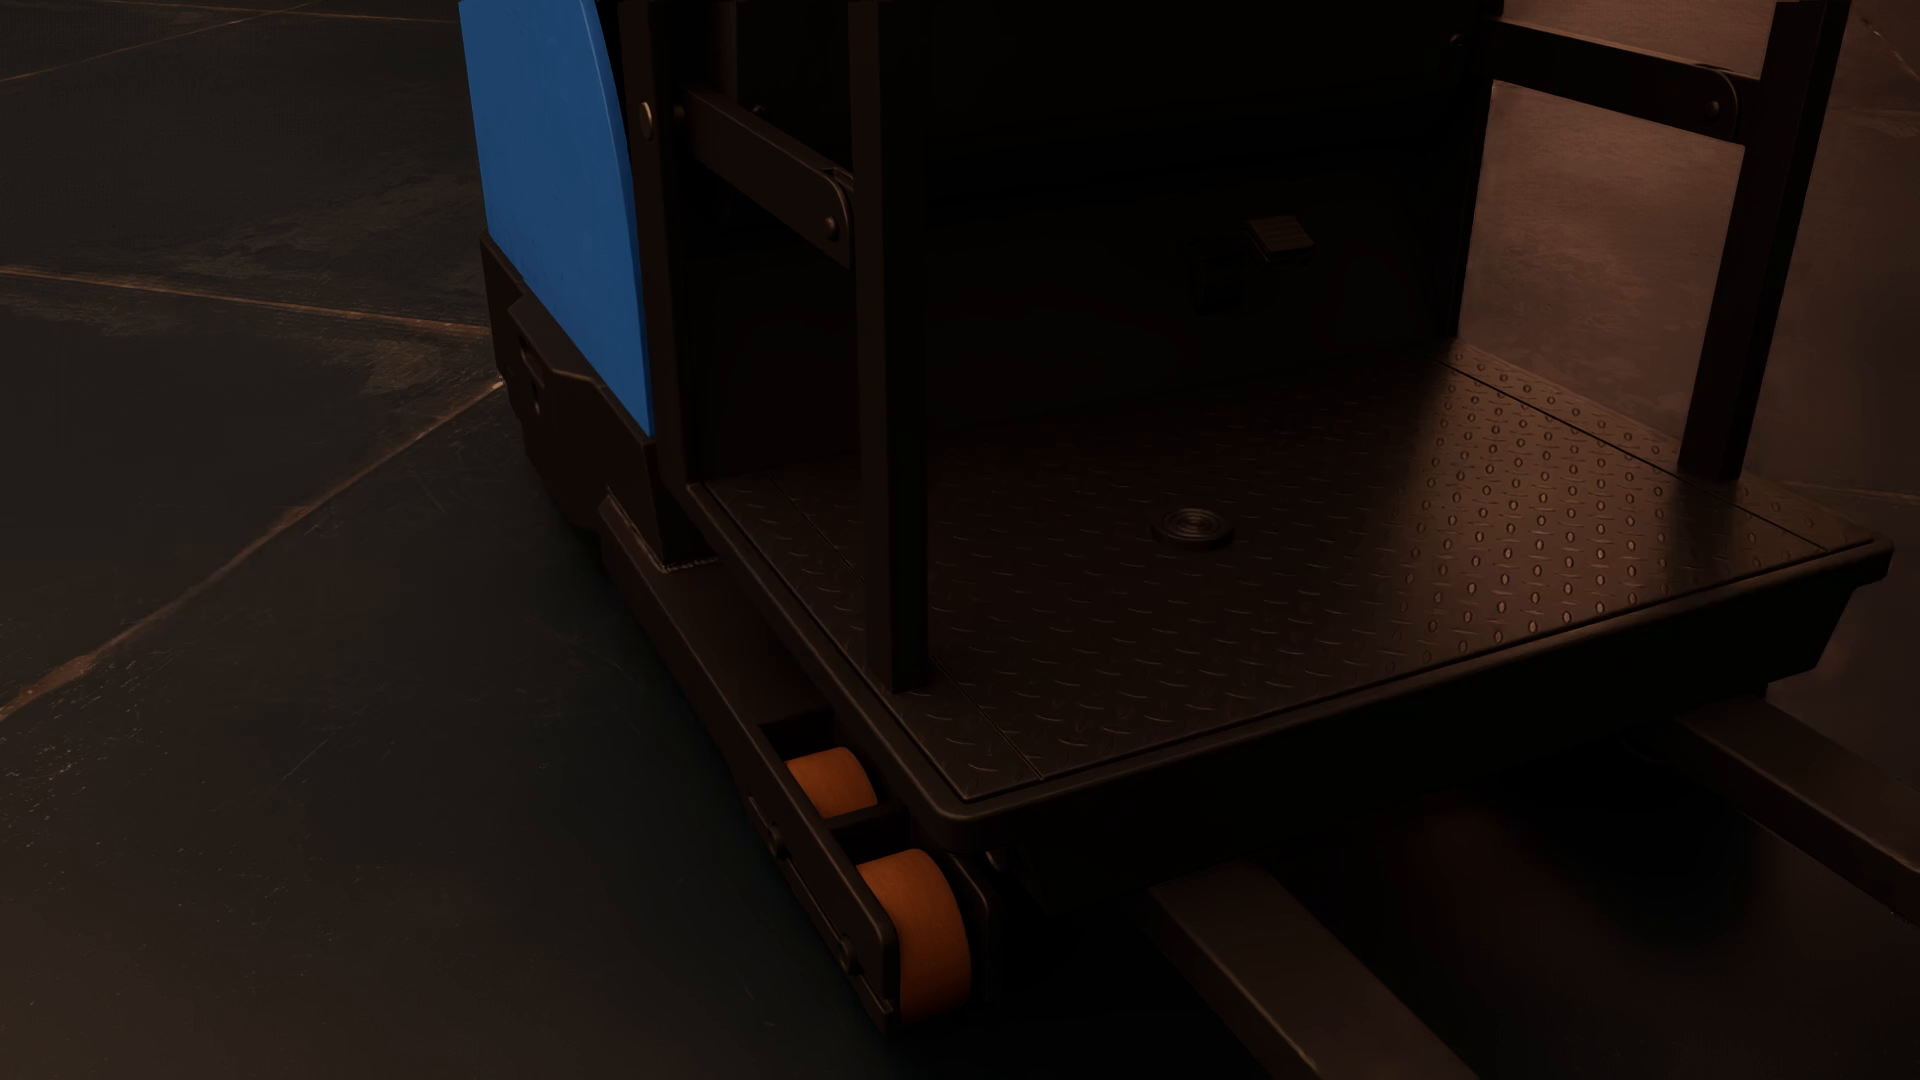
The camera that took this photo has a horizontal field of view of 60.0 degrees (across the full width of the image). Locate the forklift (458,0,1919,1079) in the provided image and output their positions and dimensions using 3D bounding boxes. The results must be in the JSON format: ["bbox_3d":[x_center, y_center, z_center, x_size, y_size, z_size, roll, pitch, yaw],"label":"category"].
[{"bbox_3d":[0.273,-1.070,1.372,1.130,2.935,3.031,-12,30,-23],"label":"forklift"}]
